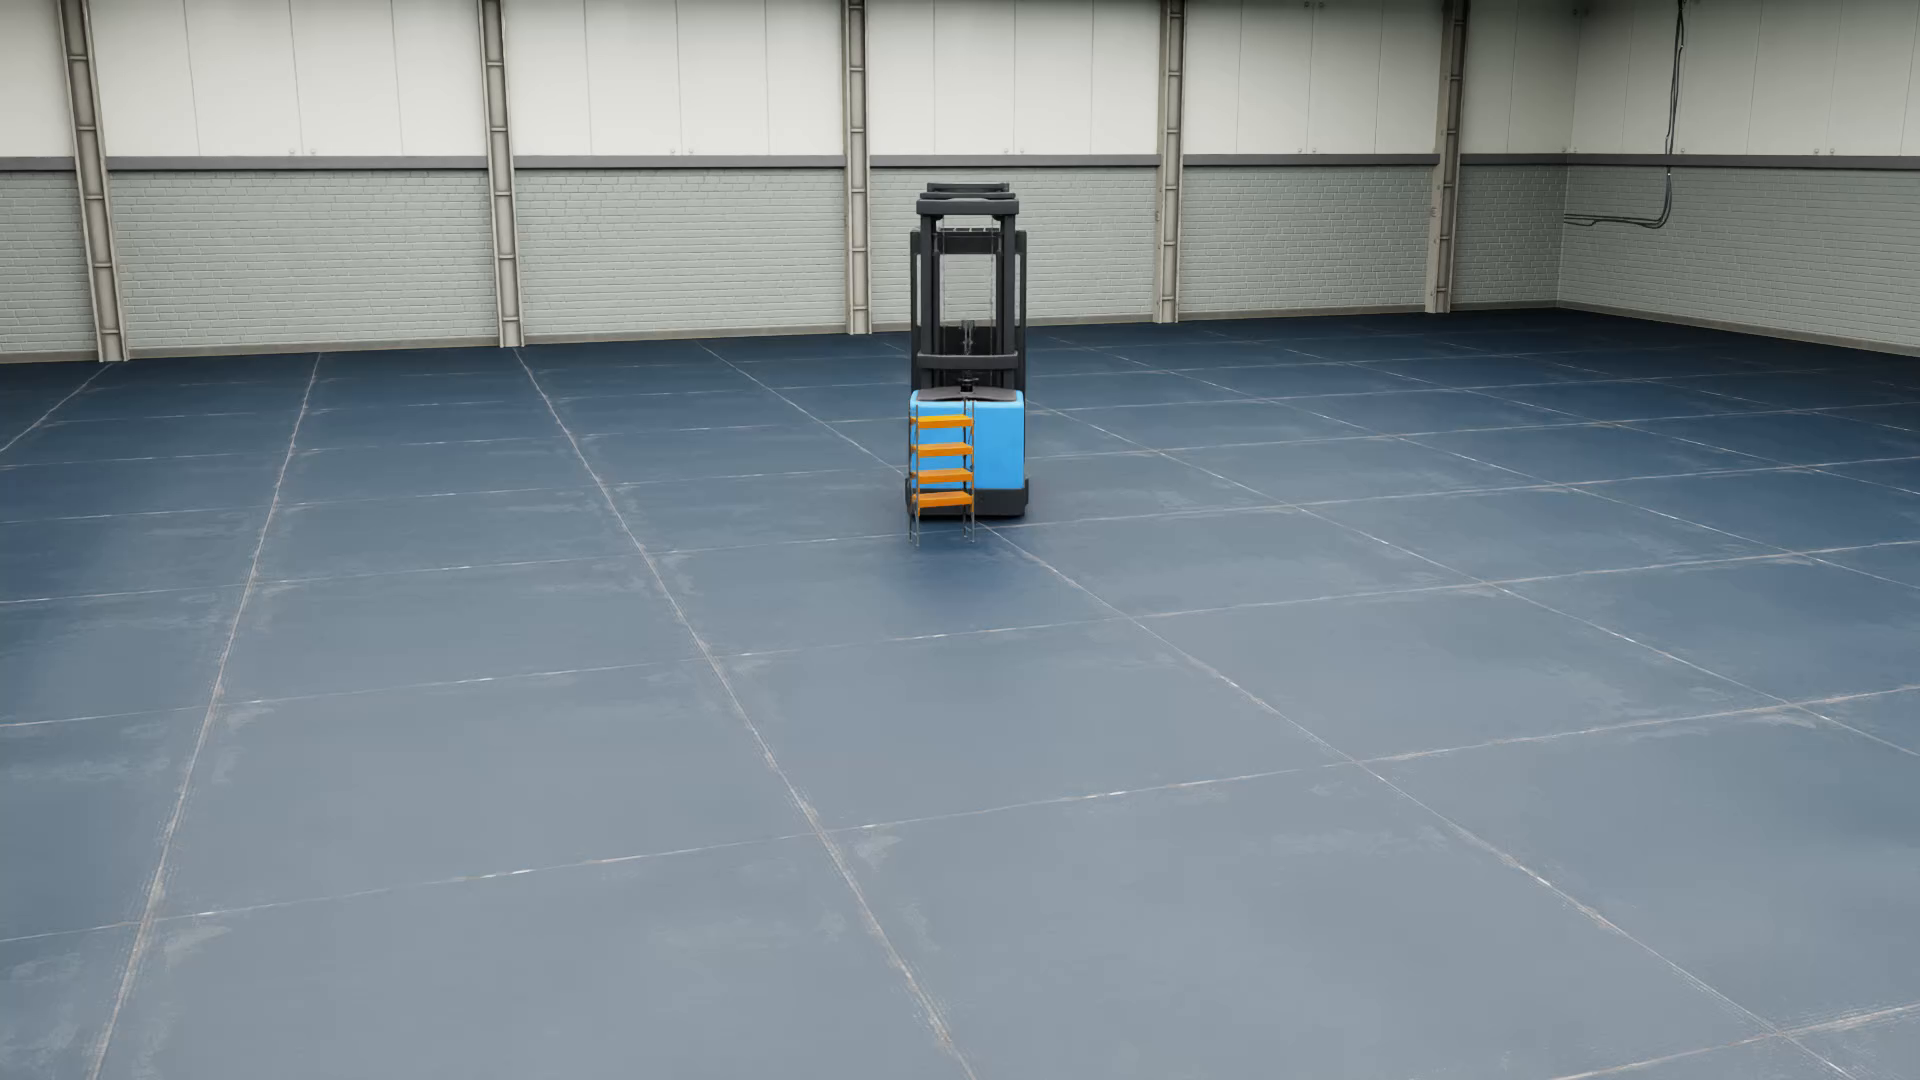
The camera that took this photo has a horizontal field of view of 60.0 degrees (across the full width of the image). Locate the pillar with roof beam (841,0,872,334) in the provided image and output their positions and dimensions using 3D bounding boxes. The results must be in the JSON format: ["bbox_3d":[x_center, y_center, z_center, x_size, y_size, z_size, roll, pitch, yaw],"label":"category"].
[{"bbox_3d":[-0.429,-7.121,24.633,0.400,9.000,9.100,-4,14,-18],"label":"pillar with roof beam"}]

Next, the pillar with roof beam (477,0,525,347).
[{"bbox_3d":[-6.116,-6.678,22.771,0.400,9.000,9.100,-4,14,-18],"label":"pillar with roof beam"}]

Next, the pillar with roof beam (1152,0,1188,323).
[{"bbox_3d":[5.258,-7.564,26.494,0.400,9.000,9.100,-4,14,-18],"label":"pillar with roof beam"}]

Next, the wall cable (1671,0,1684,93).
[{"bbox_3d":[13.648,-9.231,29.301,0.112,2.526,3.097,-4,14,-18],"label":"wall cable"}]

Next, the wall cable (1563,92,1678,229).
[{"bbox_3d":[12.785,-7.367,32.380,0.112,2.526,3.097,-4,14,-18],"label":"wall cable"}]

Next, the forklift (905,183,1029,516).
[{"bbox_3d":[0.085,-1.924,15.899,1.130,2.935,3.031,0,13,1],"label":"forklift"}]

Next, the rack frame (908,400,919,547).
[{"bbox_3d":[-0.388,-0.553,13.877,0.015,1.200,0.240,-4,14,-18],"label":"rack frame"}]

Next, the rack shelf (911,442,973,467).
[{"bbox_3d":[-0.157,-0.724,13.916,0.480,0.148,0.258,-4,14,-18],"label":"rack shelf"}]

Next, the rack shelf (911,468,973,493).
[{"bbox_3d":[-0.157,-0.506,13.968,0.480,0.148,0.258,-4,14,-18],"label":"rack shelf"}]

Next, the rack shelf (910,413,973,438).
[{"bbox_3d":[-0.157,-0.954,13.862,0.480,0.148,0.258,-4,14,-18],"label":"rack shelf"}]

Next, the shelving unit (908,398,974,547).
[{"bbox_3d":[-0.157,-0.571,13.953,0.503,1.200,0.258,-4,14,-18],"label":"shelving unit"}]

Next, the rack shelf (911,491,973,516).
[{"bbox_3d":[-0.157,-0.313,14.014,0.480,0.148,0.258,-4,14,-18],"label":"rack shelf"}]

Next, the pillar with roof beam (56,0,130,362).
[{"bbox_3d":[-11.802,-6.235,20.909,0.400,9.000,9.100,-4,14,-18],"label":"pillar with roof beam"}]

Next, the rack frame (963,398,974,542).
[{"bbox_3d":[0.074,-0.590,14.028,0.015,1.200,0.240,-4,14,-18],"label":"rack frame"}]

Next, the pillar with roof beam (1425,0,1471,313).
[{"bbox_3d":[10.944,-8.006,28.356,0.400,9.000,9.100,-4,14,-18],"label":"pillar with roof beam"}]
